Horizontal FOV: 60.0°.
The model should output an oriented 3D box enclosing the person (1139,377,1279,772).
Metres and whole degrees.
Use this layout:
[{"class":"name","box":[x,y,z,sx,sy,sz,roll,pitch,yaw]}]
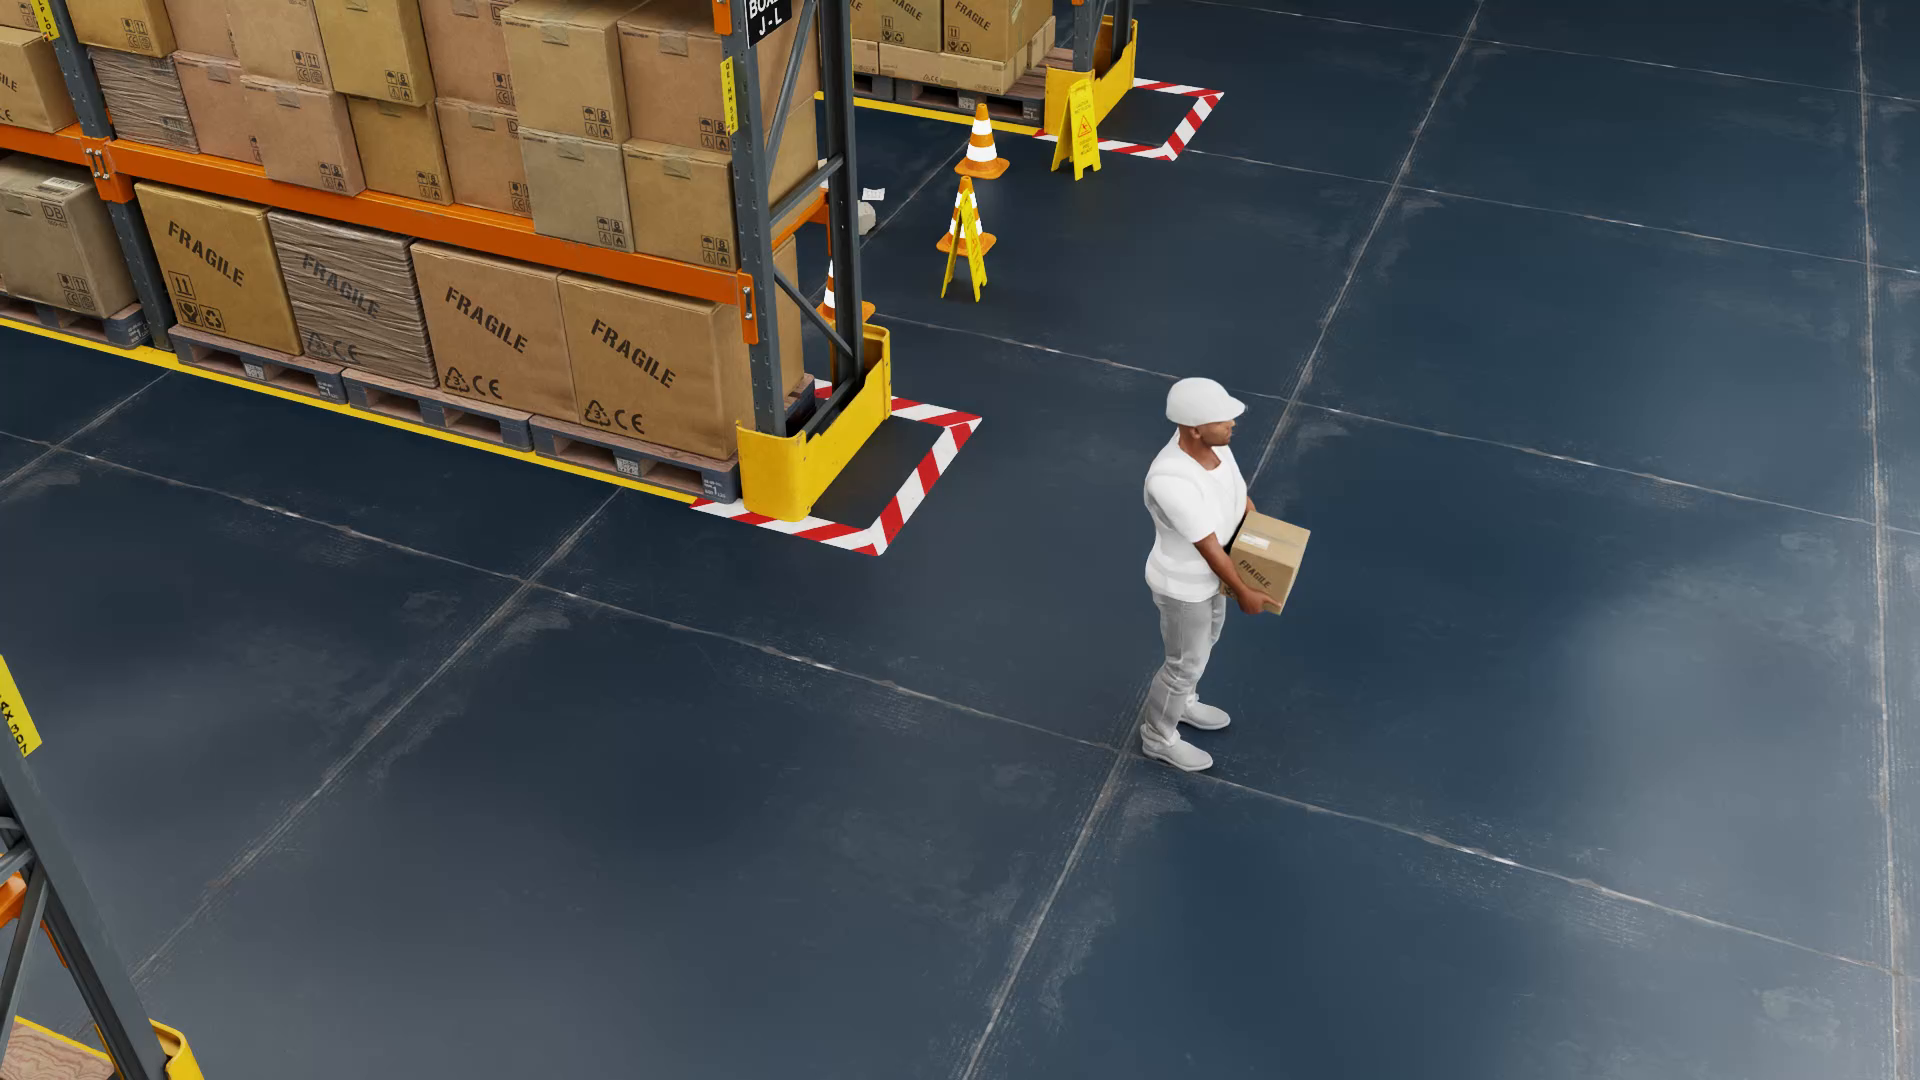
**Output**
[{"class":"person","box":[1.012,0.150,6.605,0.578,1.765,0.514,14,39,18]}]
